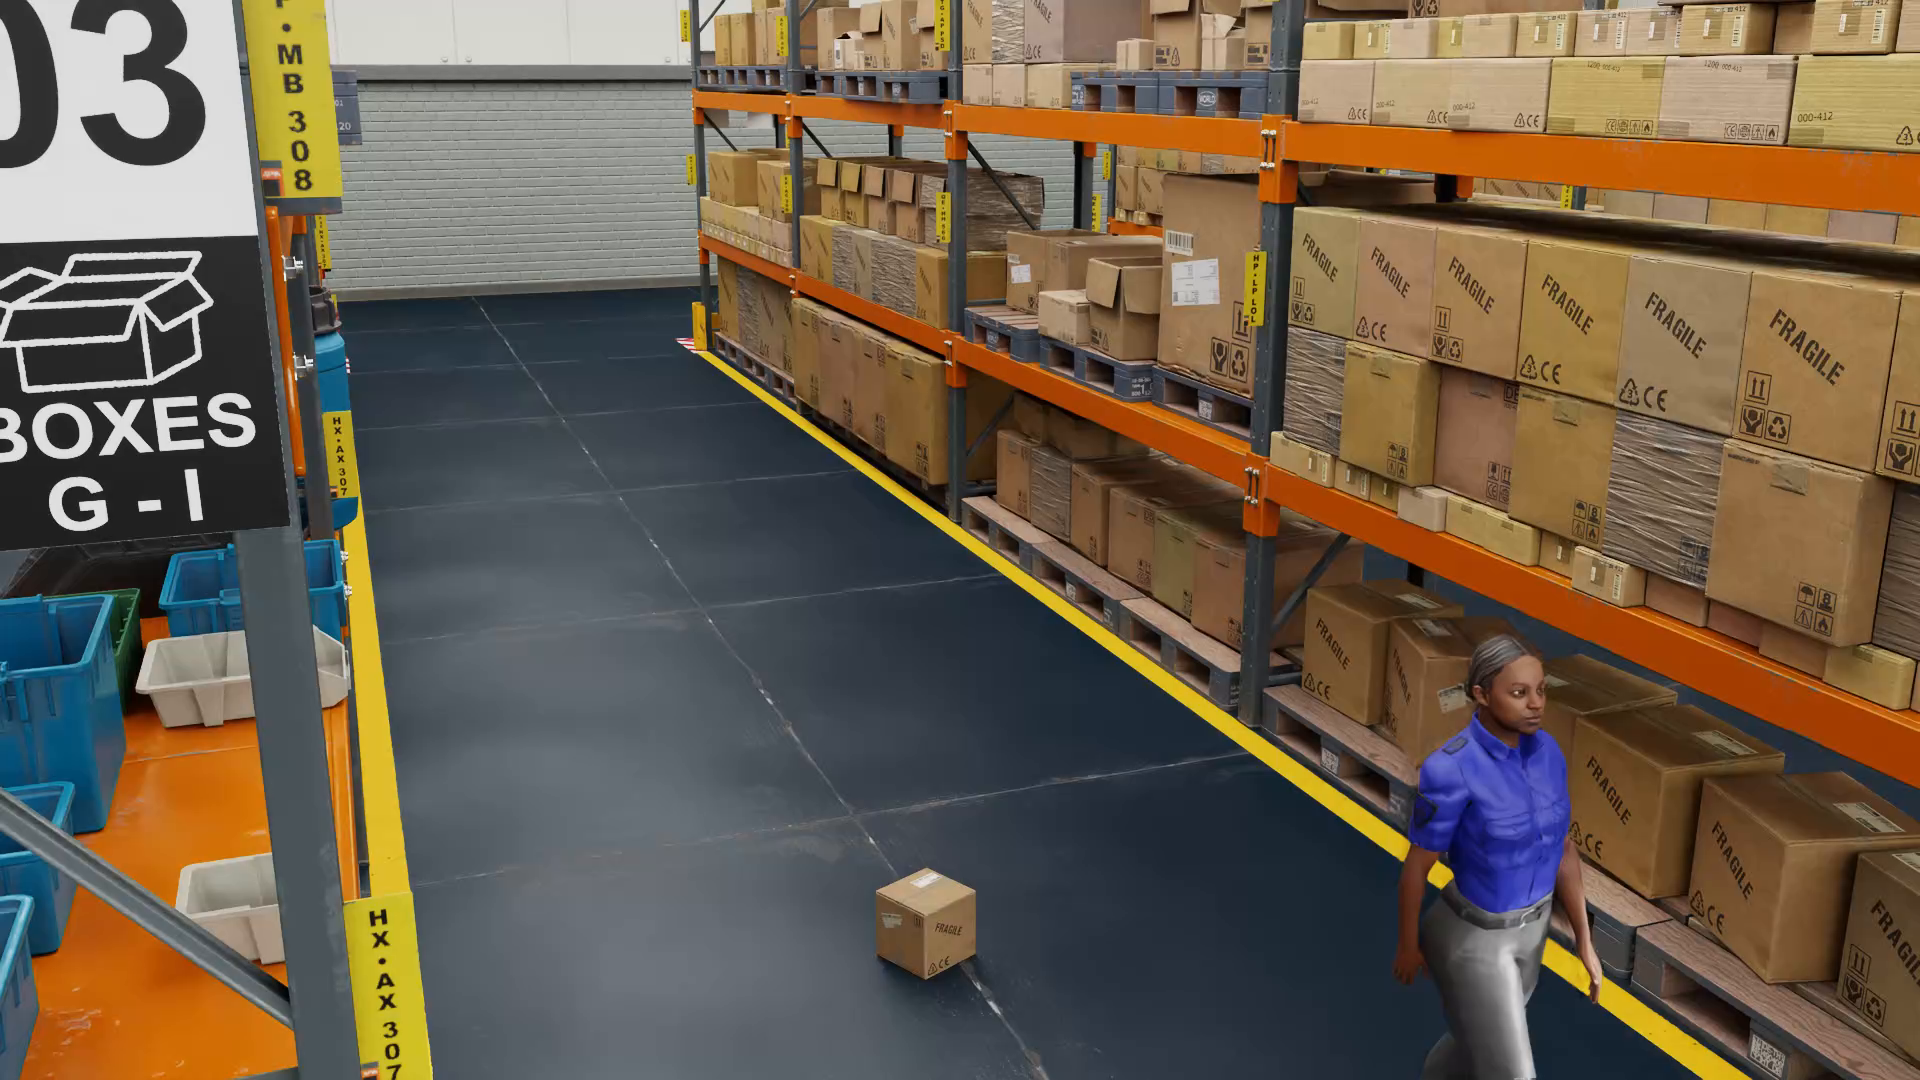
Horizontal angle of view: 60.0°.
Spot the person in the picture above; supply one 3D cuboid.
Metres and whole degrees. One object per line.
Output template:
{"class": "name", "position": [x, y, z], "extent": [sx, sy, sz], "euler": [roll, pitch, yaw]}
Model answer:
{"class": "person", "position": [1.377, 1.079, 4.284], "extent": [0.435, 1.722, 0.530], "euler": [-11, 19, -33]}
